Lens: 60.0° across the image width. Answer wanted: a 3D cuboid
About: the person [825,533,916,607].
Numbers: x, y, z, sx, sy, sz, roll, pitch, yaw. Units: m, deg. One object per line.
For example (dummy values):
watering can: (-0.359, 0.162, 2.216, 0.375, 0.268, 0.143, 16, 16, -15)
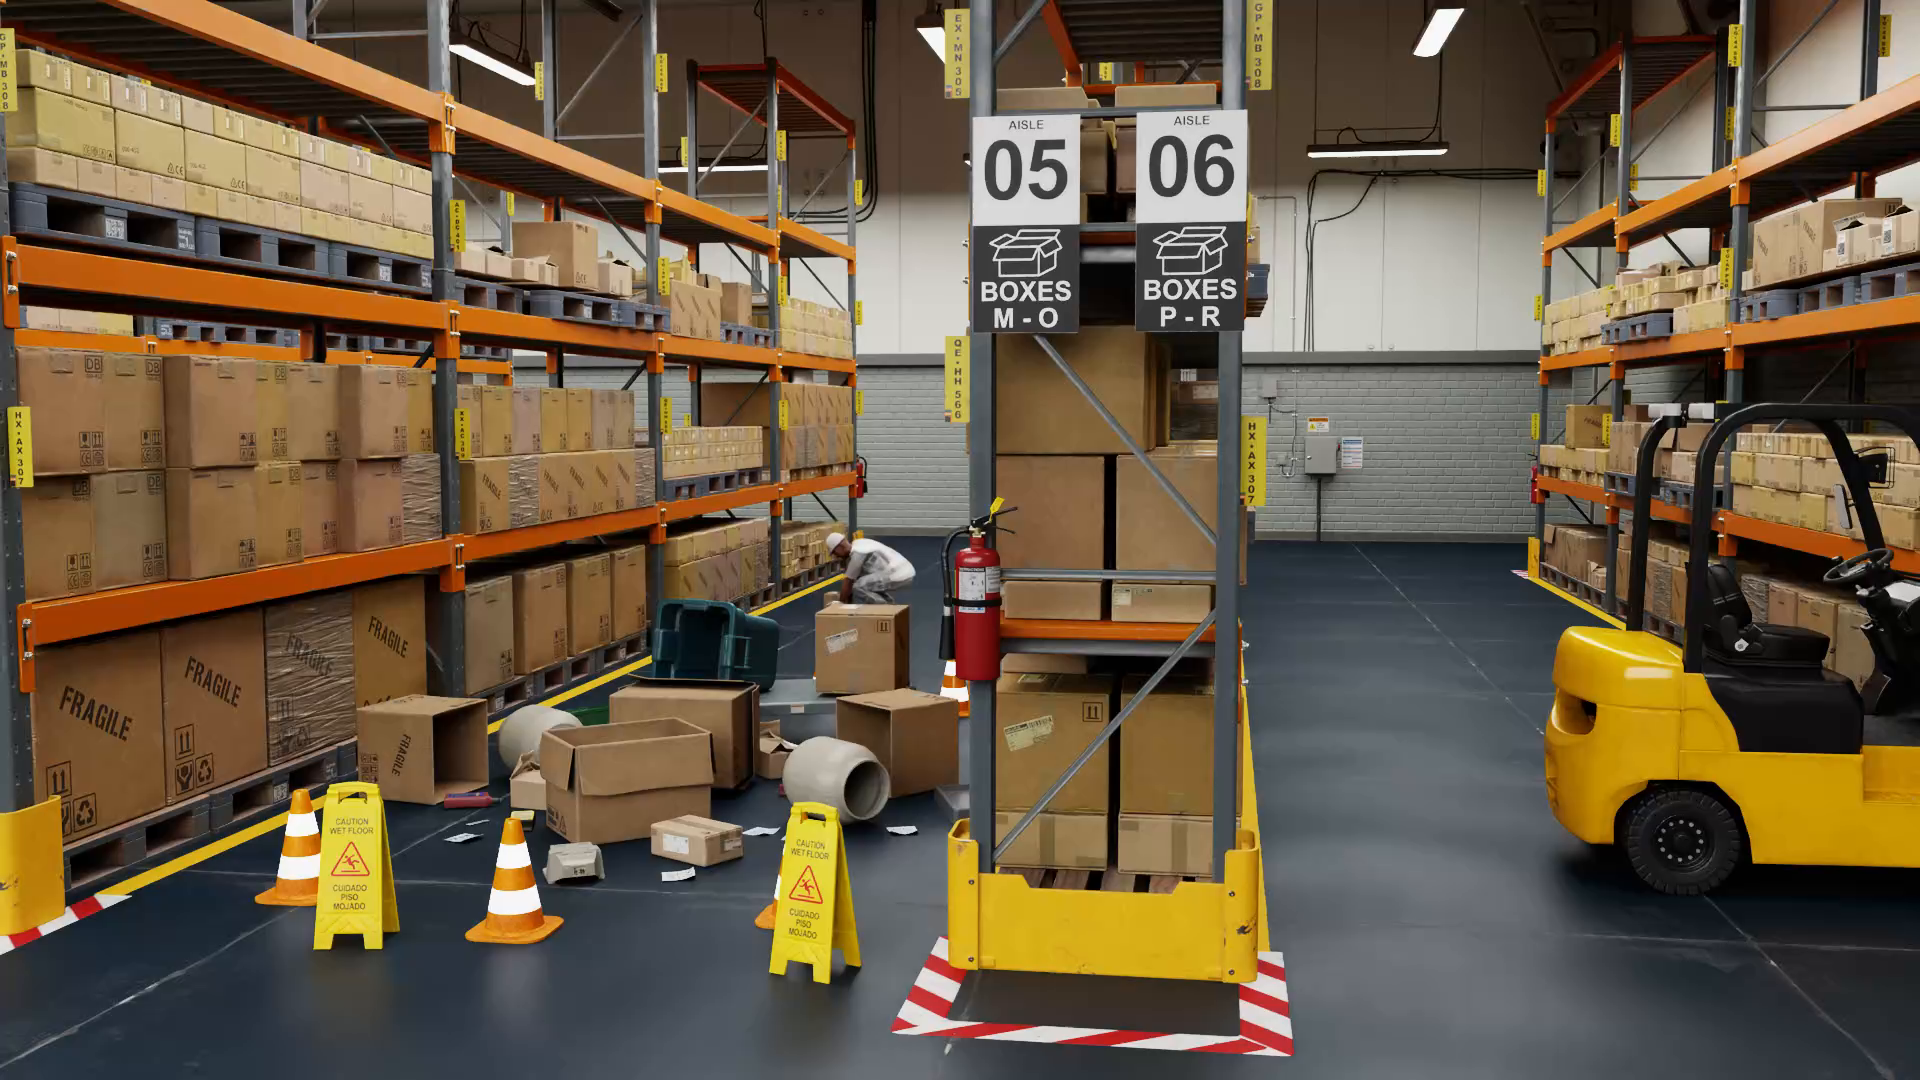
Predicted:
person: (-0.921, 0.367, 17.070, 0.906, 0.886, 0.577, 1, 4, 9)
